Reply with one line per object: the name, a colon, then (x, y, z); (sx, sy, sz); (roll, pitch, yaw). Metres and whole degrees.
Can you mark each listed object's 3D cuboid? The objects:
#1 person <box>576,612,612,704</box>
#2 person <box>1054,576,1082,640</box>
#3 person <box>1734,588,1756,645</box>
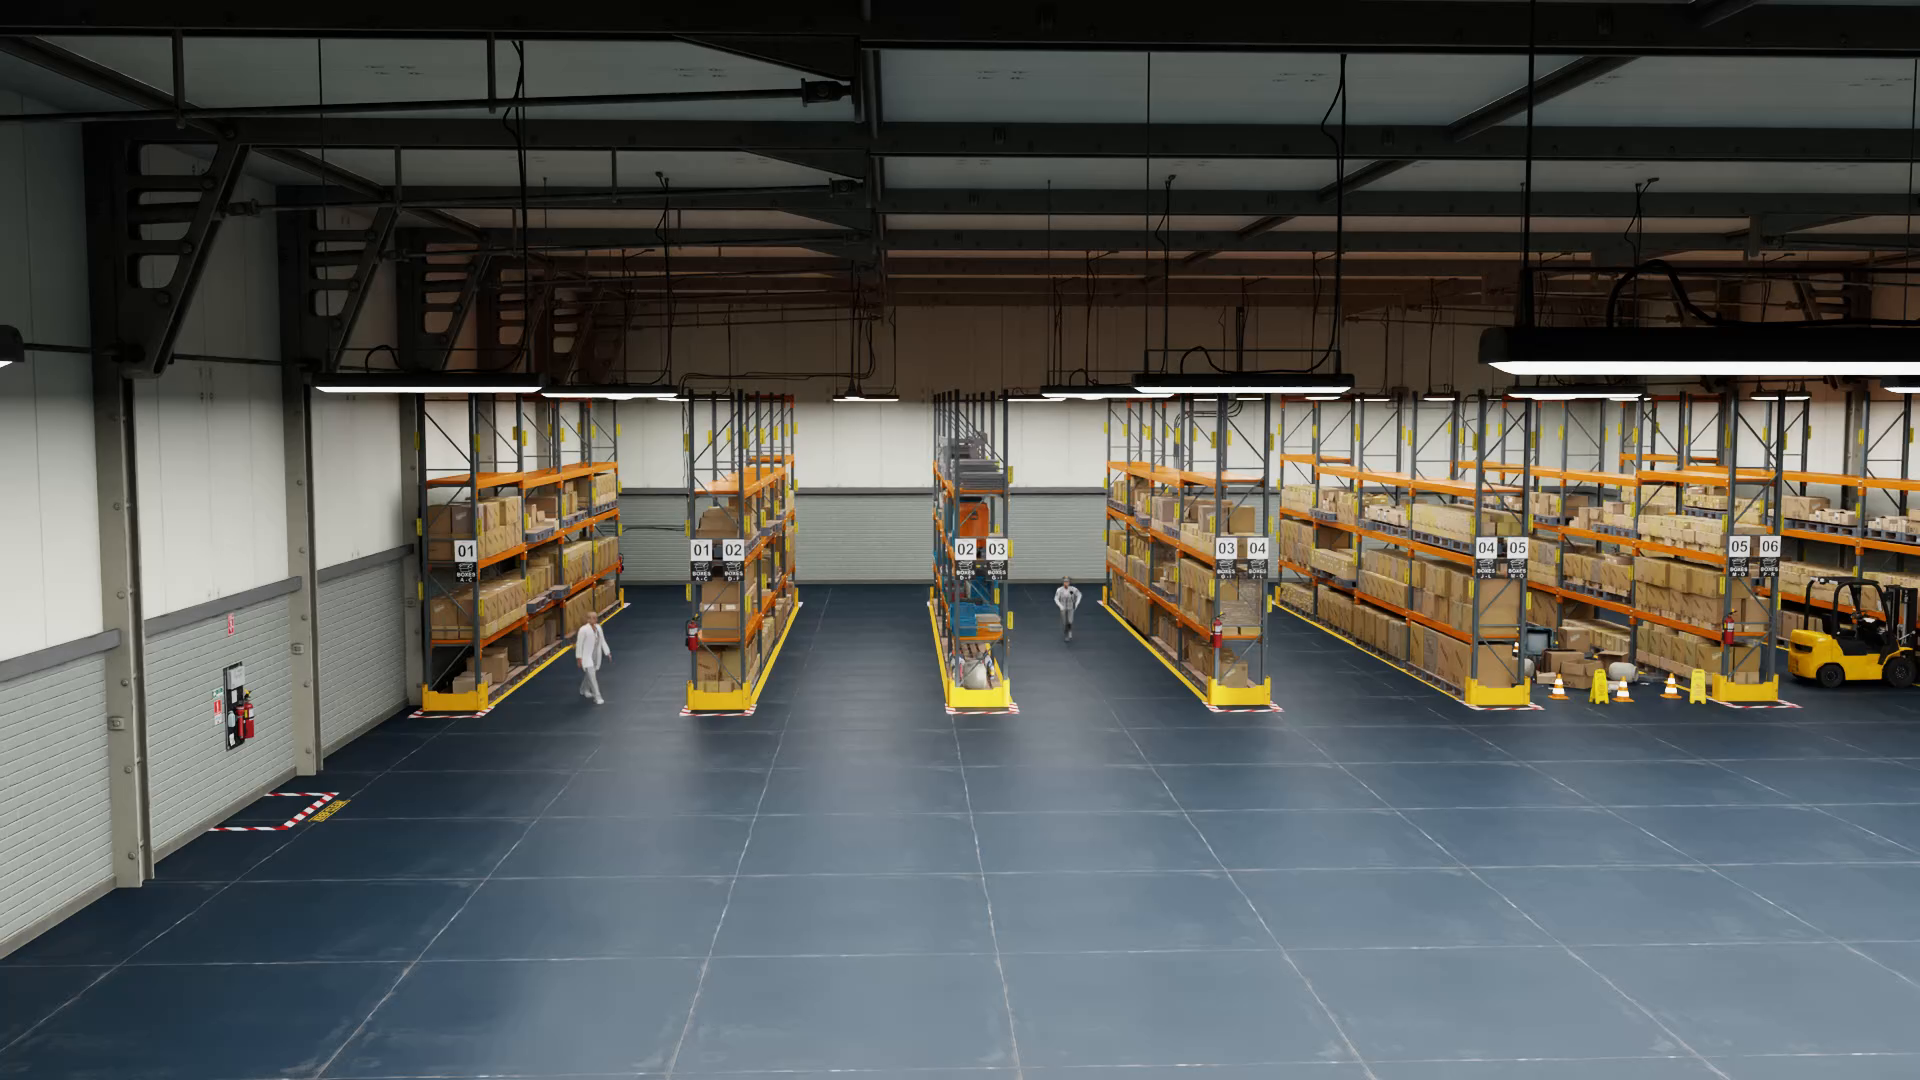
person: (-7.050, 2.227, 31.932); (0.673, 1.705, 1.174); (-4, 6, -42)
person: (2.612, 1.650, 40.176); (0.656, 1.607, 0.696); (1, 5, 7)
person: (17.249, 1.884, 36.393); (0.538, 1.778, 0.562); (-1, 5, -13)
